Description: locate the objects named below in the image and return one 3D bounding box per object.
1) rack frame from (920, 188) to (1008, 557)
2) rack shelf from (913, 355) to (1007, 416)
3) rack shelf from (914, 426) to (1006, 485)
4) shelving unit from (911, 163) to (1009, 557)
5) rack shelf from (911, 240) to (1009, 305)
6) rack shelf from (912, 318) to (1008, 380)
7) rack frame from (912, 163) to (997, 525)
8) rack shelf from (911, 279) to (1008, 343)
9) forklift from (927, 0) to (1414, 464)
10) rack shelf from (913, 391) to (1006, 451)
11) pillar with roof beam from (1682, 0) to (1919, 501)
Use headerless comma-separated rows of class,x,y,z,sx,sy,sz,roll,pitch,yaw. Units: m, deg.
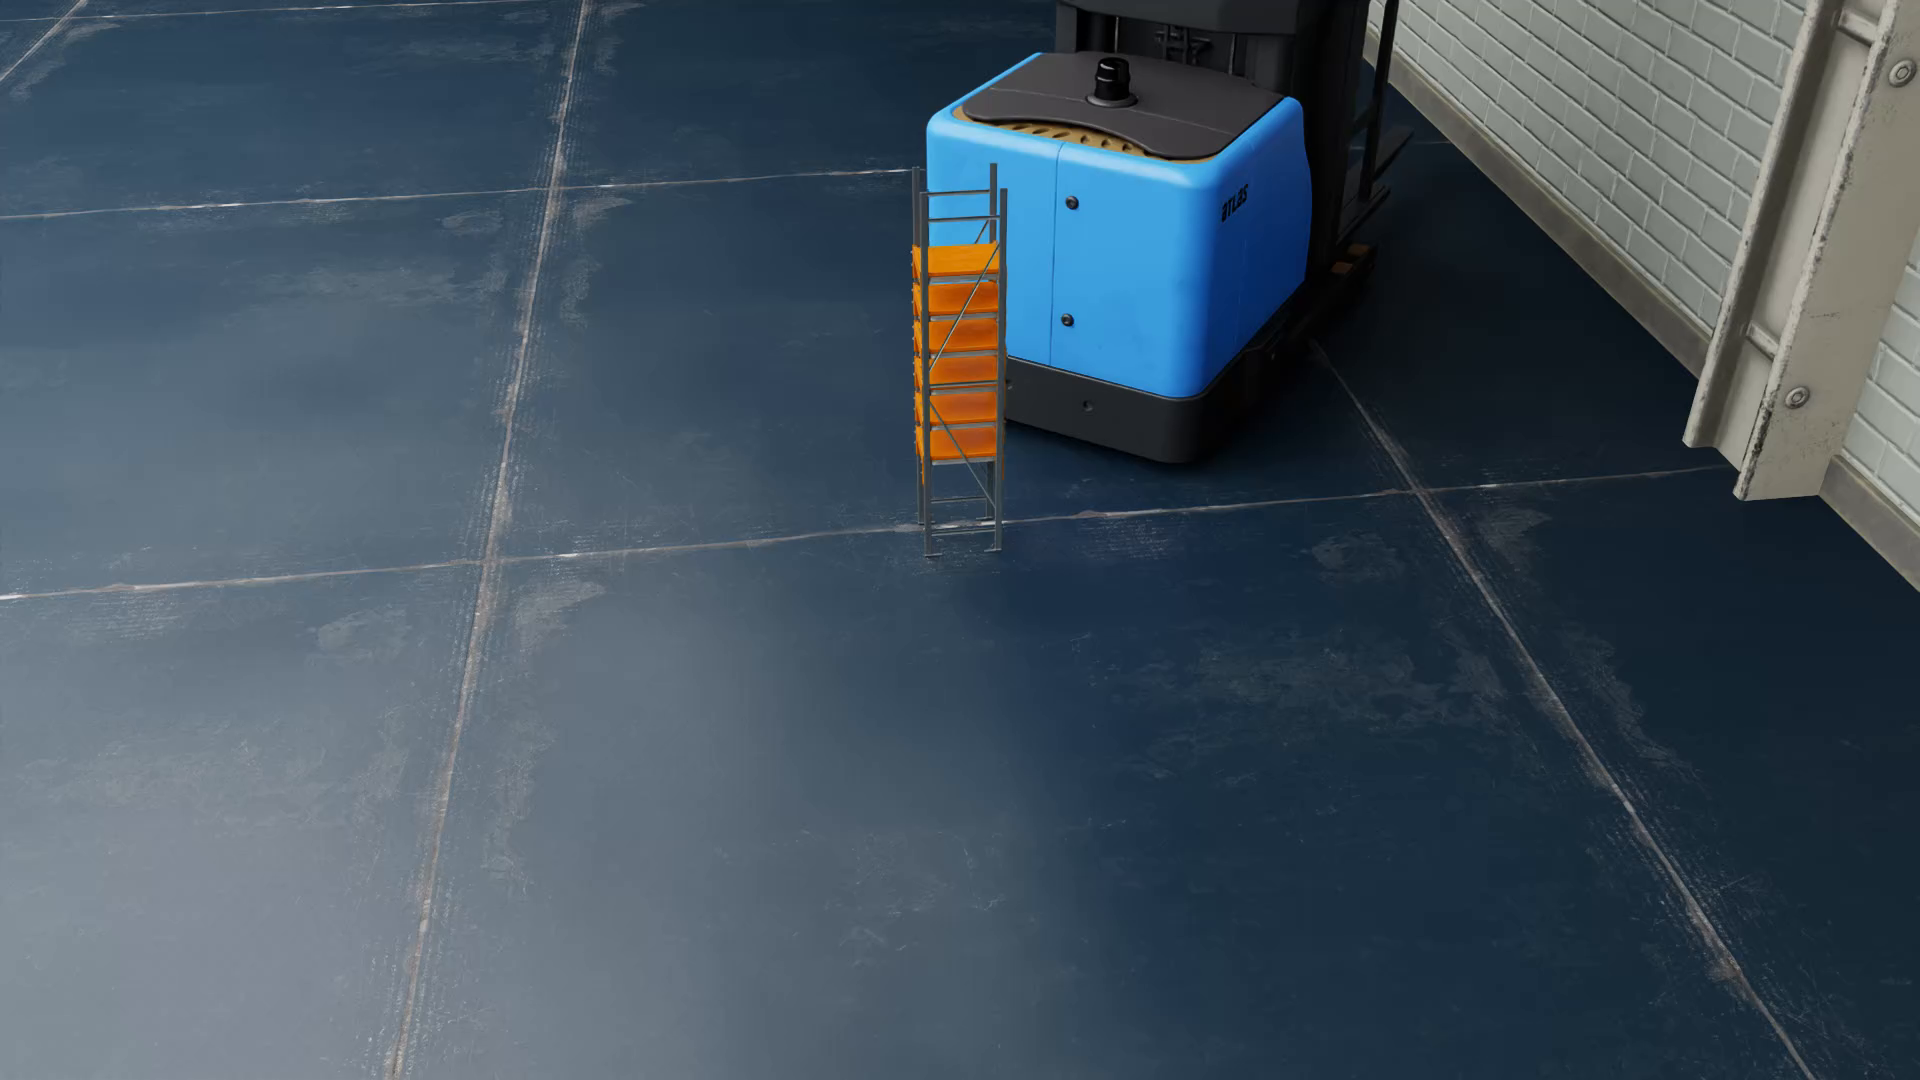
rack frame,0.010,-0.453,4.849,0.240,1.200,0.006,-4,35,-6
rack shelf,-0.002,-0.467,4.949,0.258,0.103,0.180,-4,35,-6
rack shelf,-0.002,-0.269,5.084,0.258,0.103,0.180,-4,35,-6
shelving unit,-0.002,-0.504,4.924,0.258,1.200,0.189,-4,35,-6
rack shelf,-0.002,-0.765,4.746,0.258,0.103,0.180,-4,35,-6
rack shelf,-0.002,-0.566,4.881,0.258,0.103,0.180,-4,35,-6
rack frame,-0.014,-0.555,4.999,0.240,1.200,0.006,-4,35,-6
rack shelf,-0.002,-0.665,4.814,0.258,0.103,0.180,-4,35,-6
forklift,1.041,-2.269,5.977,1.130,2.935,3.031,18,38,24
rack shelf,-0.002,-0.368,5.017,0.258,0.103,0.180,-4,35,-6
pillar with roof beam,-1.587,-3.643,2.605,9.100,9.000,0.400,-4,35,-6
